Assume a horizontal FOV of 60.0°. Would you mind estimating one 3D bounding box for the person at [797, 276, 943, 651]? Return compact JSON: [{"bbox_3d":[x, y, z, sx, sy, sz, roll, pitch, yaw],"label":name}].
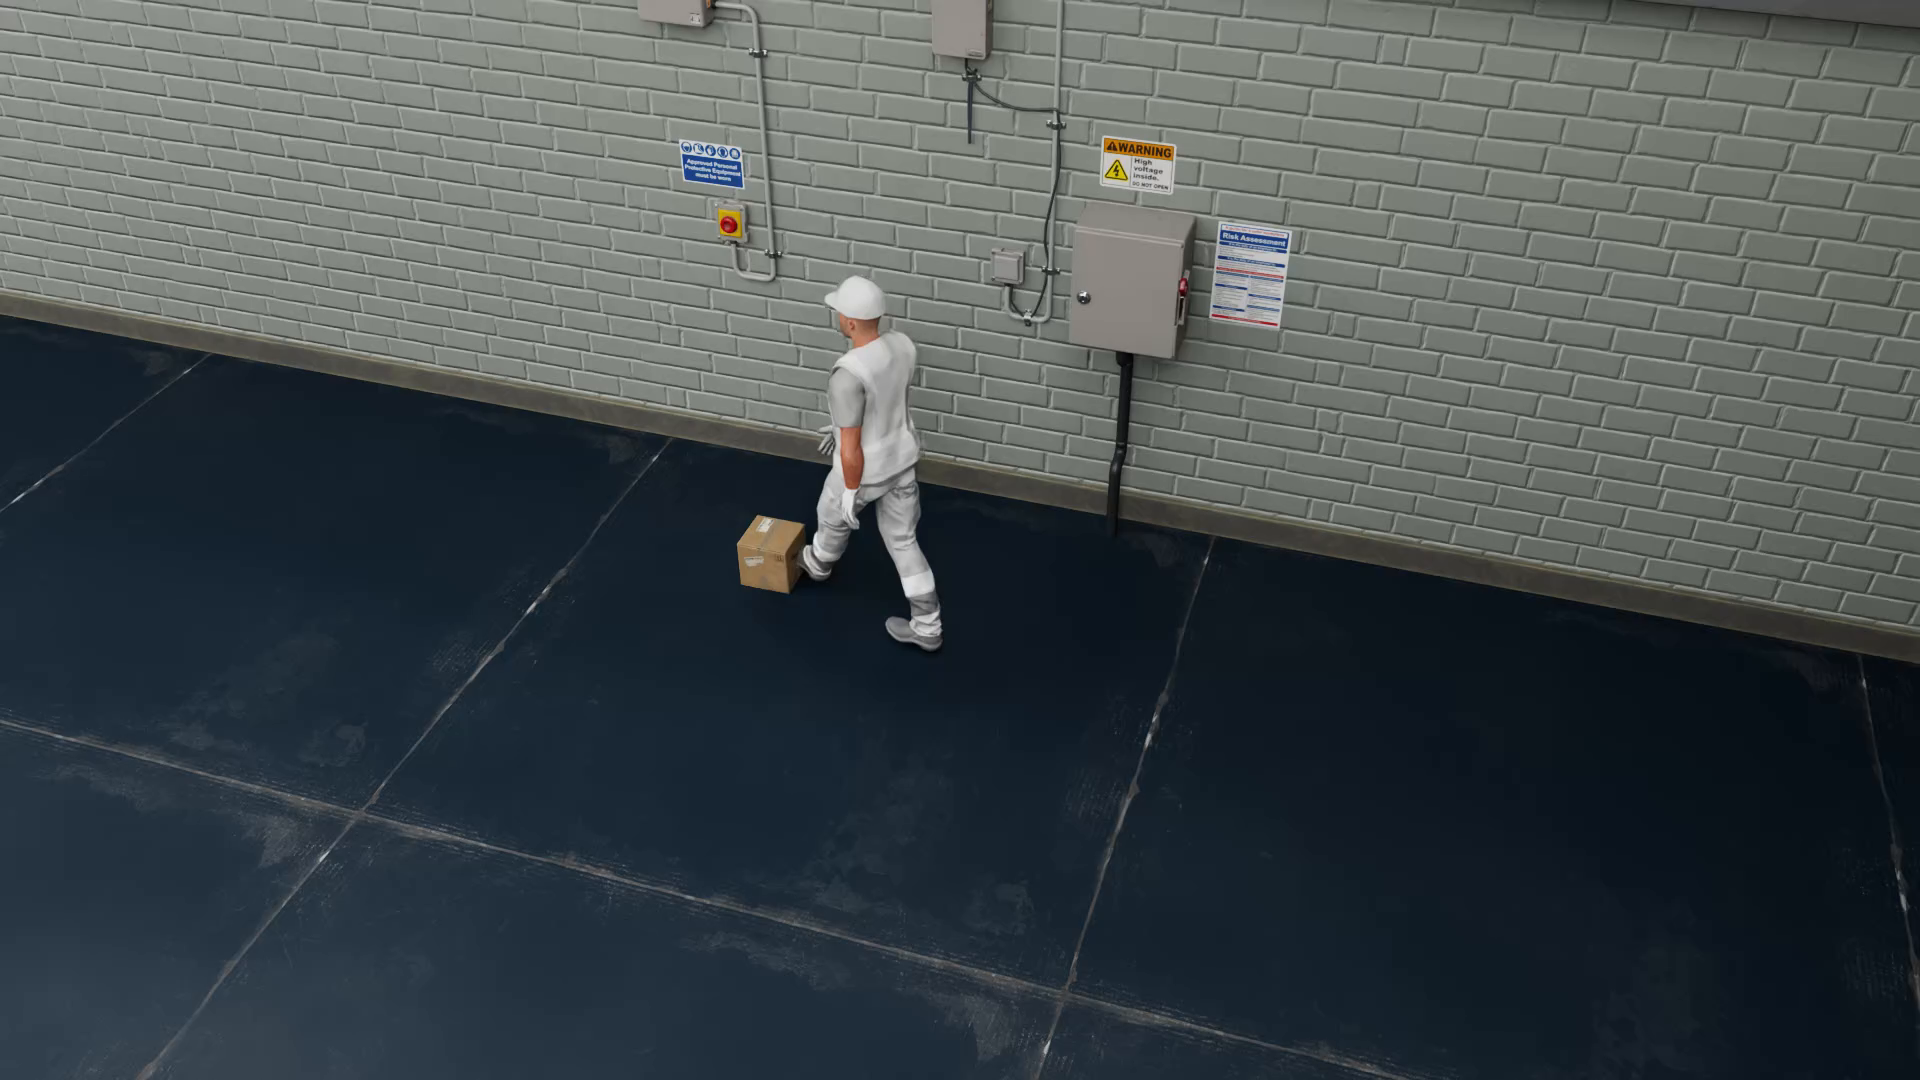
[{"bbox_3d":[-0.470,-0.394,7.391,1.041,1.712,0.547,31,46,34],"label":"person"}]
